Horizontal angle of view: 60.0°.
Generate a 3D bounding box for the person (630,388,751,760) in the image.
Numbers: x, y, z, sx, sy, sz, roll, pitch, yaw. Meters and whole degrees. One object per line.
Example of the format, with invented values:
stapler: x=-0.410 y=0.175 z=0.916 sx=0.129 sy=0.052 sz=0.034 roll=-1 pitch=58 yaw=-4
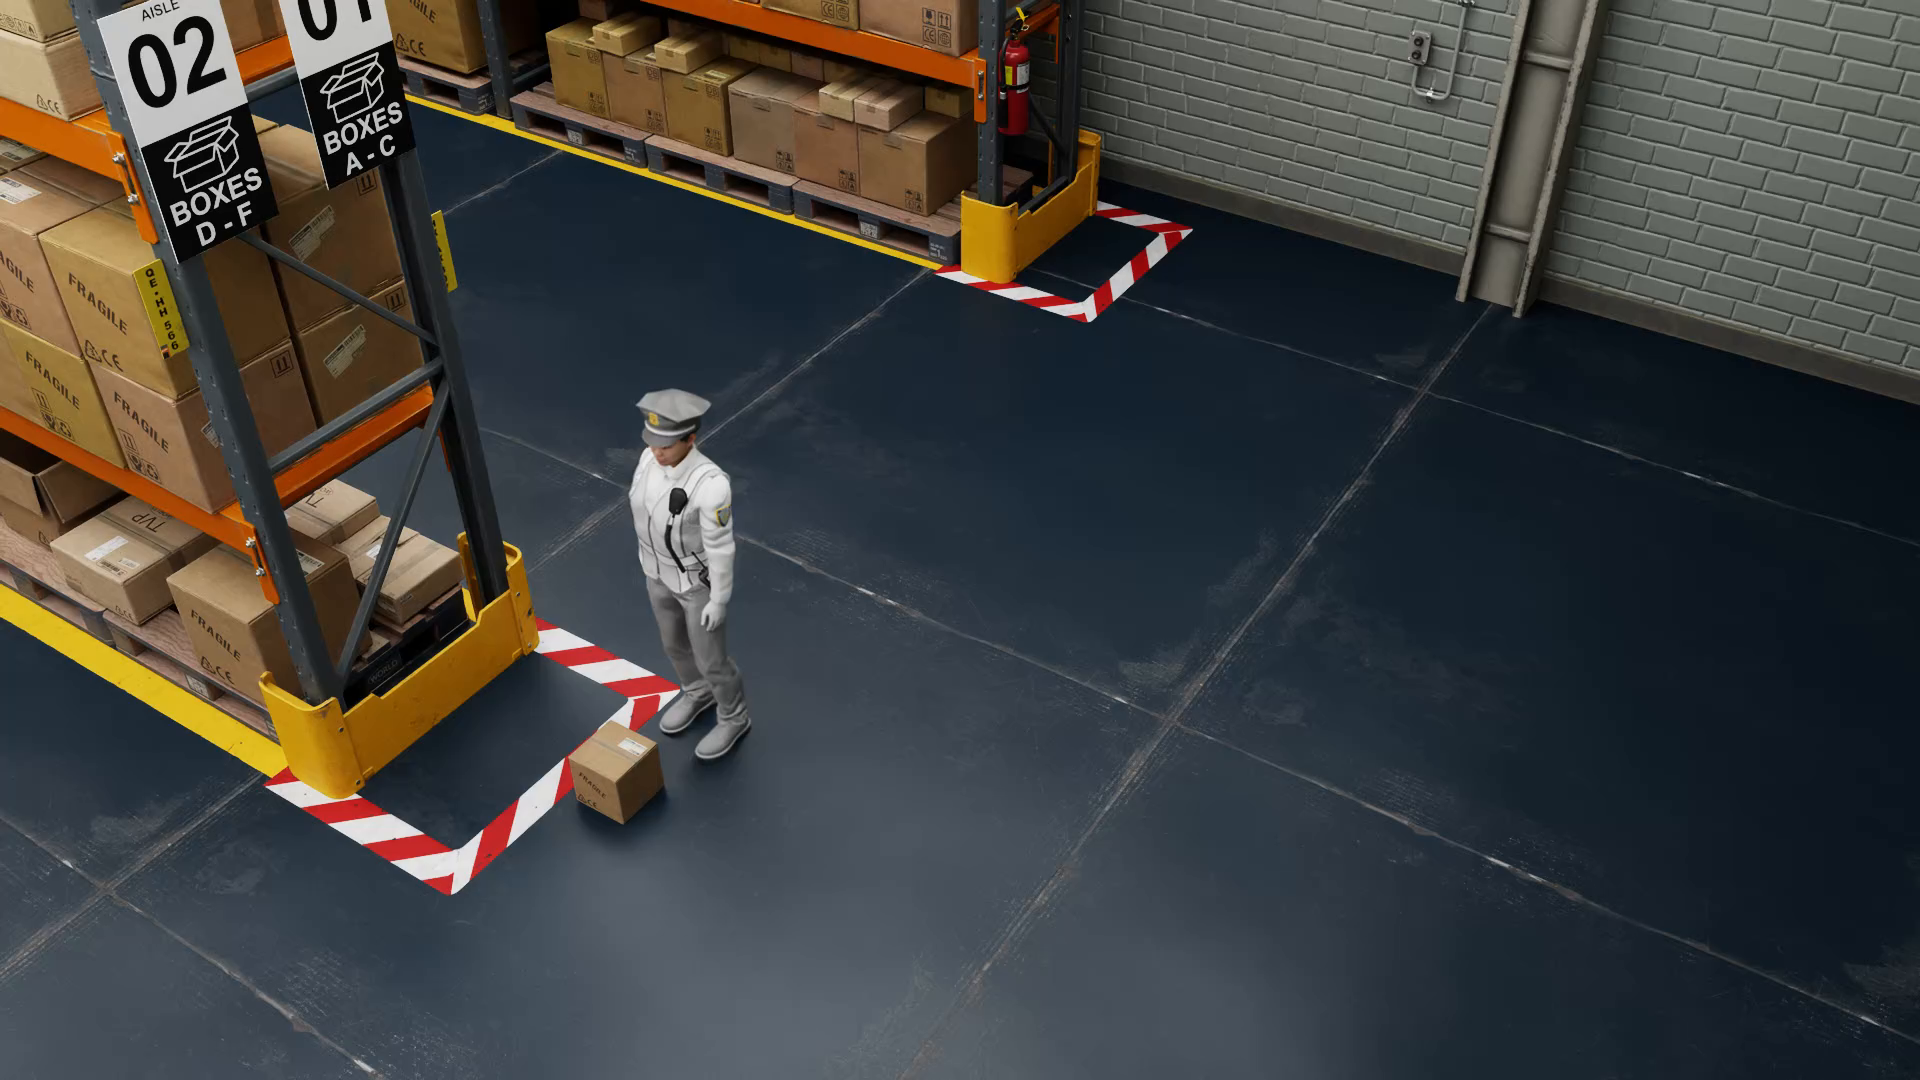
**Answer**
person: x=-1.061 y=0.153 z=6.484 sx=0.467 sy=1.672 sz=0.332 roll=28 pitch=46 yaw=30
